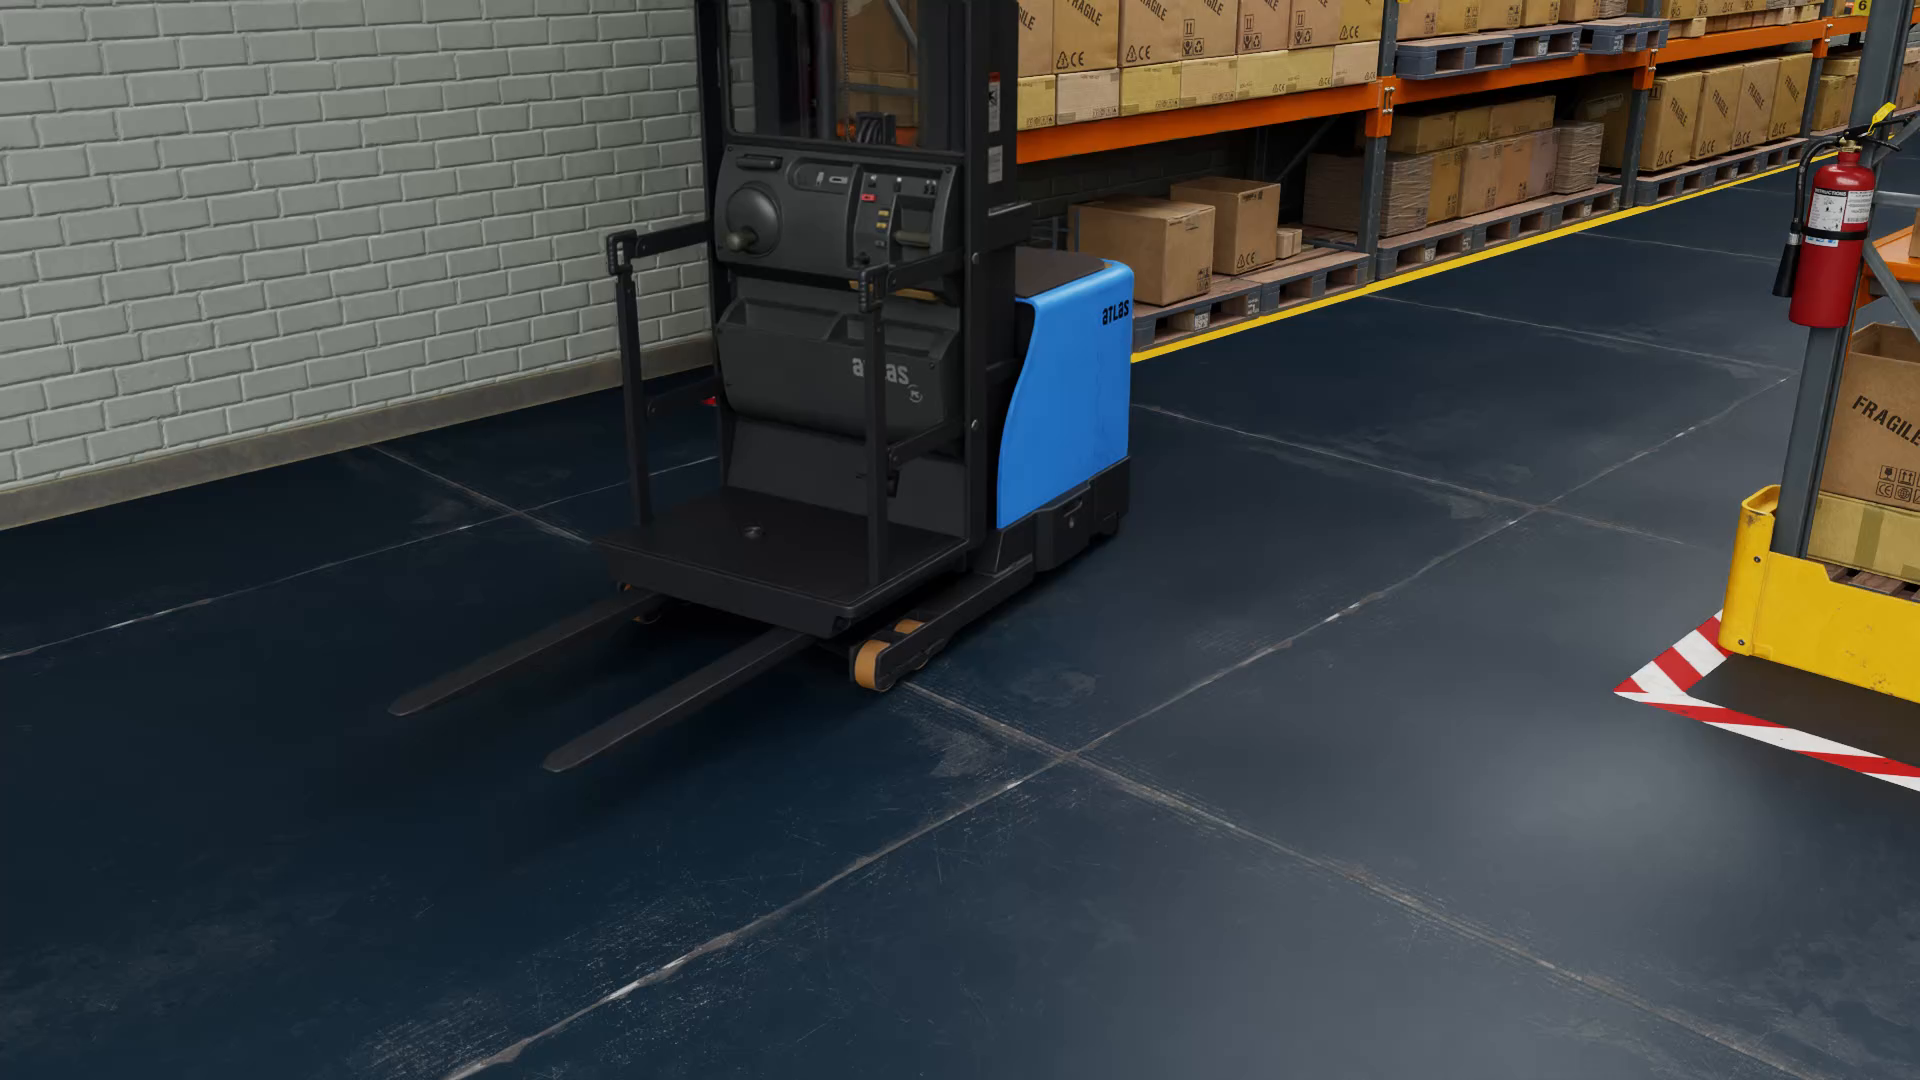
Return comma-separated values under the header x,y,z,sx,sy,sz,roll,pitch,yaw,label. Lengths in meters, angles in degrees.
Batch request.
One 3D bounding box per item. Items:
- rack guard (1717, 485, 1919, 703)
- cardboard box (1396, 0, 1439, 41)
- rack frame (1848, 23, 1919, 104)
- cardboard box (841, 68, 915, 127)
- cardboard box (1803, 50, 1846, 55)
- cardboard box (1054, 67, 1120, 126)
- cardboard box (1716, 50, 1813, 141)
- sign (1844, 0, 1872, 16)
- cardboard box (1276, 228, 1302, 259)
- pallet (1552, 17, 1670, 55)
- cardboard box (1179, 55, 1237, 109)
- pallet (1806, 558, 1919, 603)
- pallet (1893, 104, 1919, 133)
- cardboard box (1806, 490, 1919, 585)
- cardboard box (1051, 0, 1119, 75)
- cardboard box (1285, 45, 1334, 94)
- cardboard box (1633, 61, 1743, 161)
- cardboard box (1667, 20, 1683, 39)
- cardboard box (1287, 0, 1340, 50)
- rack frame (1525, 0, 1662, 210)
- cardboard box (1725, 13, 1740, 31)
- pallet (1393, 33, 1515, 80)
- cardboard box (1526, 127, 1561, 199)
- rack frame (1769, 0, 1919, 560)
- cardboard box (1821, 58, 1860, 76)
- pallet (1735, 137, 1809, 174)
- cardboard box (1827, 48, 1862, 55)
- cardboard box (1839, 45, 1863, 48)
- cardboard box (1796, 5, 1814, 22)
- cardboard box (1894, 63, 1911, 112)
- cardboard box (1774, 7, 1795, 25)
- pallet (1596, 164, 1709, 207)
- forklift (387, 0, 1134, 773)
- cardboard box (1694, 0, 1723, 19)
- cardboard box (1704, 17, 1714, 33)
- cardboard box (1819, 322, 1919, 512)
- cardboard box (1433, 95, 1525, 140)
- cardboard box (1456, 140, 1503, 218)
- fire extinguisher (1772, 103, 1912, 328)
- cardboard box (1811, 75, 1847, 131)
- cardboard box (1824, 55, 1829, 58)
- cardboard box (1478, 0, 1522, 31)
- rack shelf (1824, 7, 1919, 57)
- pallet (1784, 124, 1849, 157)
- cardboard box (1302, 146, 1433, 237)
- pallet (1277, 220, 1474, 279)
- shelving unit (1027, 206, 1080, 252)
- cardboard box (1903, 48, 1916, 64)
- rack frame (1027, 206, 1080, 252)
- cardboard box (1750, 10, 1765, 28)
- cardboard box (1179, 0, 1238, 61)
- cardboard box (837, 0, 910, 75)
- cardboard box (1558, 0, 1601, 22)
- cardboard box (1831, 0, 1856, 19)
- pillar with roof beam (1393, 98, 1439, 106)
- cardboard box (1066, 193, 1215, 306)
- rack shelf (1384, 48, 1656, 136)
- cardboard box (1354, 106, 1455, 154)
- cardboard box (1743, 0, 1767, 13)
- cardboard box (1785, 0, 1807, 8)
x,y,z,sx,sy,sz,roll,pitch,yaw,label
3.089,0.225,5.291,1.175,0.500,0.348,19,28,41,rack guard
2.723,-3.589,10.979,0.700,0.500,0.500,19,28,41,cardboard box
10.715,-6.299,18.783,1.000,3.000,0.127,19,28,41,rack frame
-0.259,-2.294,8.544,0.500,0.250,0.500,-20,28,-41,cardboard box
9.182,-5.117,17.702,0.380,0.149,0.250,19,28,40,cardboard box
0.473,-2.309,8.582,0.500,0.250,0.500,18,28,39,cardboard box
7.564,-4.264,15.899,0.750,0.750,0.750,20,28,41,cardboard box
2.726,-1.738,4.971,0.100,0.325,0.005,19,28,41,sign
1.992,-1.952,10.809,0.380,0.166,0.250,15,26,34,cardboard box
4.714,-3.944,12.921,1.213,0.211,1.003,19,28,41,pallet
1.187,-2.568,9.255,0.500,0.250,0.500,20,28,41,cardboard box
3.609,0.147,5.898,1.003,0.211,1.213,19,28,41,pallet
10.213,-4.773,18.697,1.003,0.211,1.213,19,28,41,pallet
3.268,-0.072,5.828,0.500,0.250,0.500,19,28,41,cardboard box
0.454,-2.648,8.419,0.500,0.500,0.500,19,28,41,cardboard box
1.877,-2.830,9.939,0.500,0.250,0.500,19,28,41,cardboard box
6.357,-3.815,14.731,0.750,0.750,0.750,19,28,40,cardboard box
5.712,-4.224,13.706,0.250,0.149,0.380,-20,29,-41,cardboard box
1.892,-3.175,9.791,0.500,0.500,0.500,19,28,40,cardboard box
5.134,-4.243,13.432,1.000,3.000,0.127,19,28,41,rack frame
6.592,-4.559,14.576,0.380,0.149,0.250,19,28,41,cardboard box
2.981,-3.285,11.208,1.003,0.211,1.213,19,28,41,pallet
4.227,-2.980,13.018,0.700,0.500,0.500,19,28,41,cardboard box
3.105,-0.948,4.859,1.000,3.000,0.127,19,28,41,rack frame
8.890,-4.812,16.908,0.250,0.149,0.380,-19,28,-40,cardboard box
7.441,-3.752,16.043,1.003,0.211,1.213,19,28,41,pallet
9.538,-5.248,18.043,0.250,0.149,0.380,-20,28,-41,cardboard box
9.890,-5.378,18.381,0.380,0.149,0.250,19,28,41,cardboard box
7.733,-4.935,15.554,0.250,0.149,0.380,-20,28,-41,cardboard box
9.950,-4.995,18.288,0.700,0.500,0.500,19,28,40,cardboard box
7.377,-4.797,15.196,0.380,0.149,0.250,19,28,41,cardboard box
5.738,-3.125,14.411,1.003,0.211,1.213,19,28,41,pallet
-0.532,-1.074,5.283,1.130,2.935,3.031,13,24,30,forklift
6.029,-4.631,13.860,0.500,0.500,0.500,-19,28,-40,cardboard box
6.220,-4.436,14.257,0.250,0.149,0.380,-19,28,-41,cardboard box
3.266,-0.423,5.695,0.500,0.500,0.500,19,28,41,cardboard box
3.872,-3.169,12.464,0.500,0.250,0.500,19,28,40,cardboard box
3.555,-2.713,12.323,0.700,0.500,0.500,20,28,41,cardboard box
2.690,-0.997,5.096,0.296,0.674,0.183,19,28,41,fire extinguisher
8.520,-4.467,16.914,0.700,0.500,0.500,20,29,41,cardboard box
8.826,-4.986,17.360,0.380,0.149,0.250,18,27,39,cardboard box
3.555,-3.908,11.808,0.500,0.500,0.700,-16,26,-35,cardboard box
9.320,-5.449,17.574,1.077,0.370,4.000,19,28,41,rack shelf
8.511,-4.145,17.066,1.003,0.211,1.213,19,28,41,pallet
2.846,-2.447,11.630,0.500,0.500,0.700,-19,28,-40,cardboard box
2.886,-2.114,11.779,1.003,0.211,1.213,19,28,41,pallet
0.330,-0.754,6.865,0.258,1.200,0.189,13,24,30,shelving unit
10.162,-5.282,18.130,0.250,0.149,0.380,-19,28,-41,cardboard box
0.379,-0.782,6.937,0.240,1.200,0.006,13,24,30,rack frame
6.974,-4.690,14.918,0.380,0.149,0.250,18,28,39,cardboard box
1.170,-2.915,9.113,0.500,0.500,0.500,-19,28,-40,cardboard box
-0.270,-2.650,8.425,0.500,0.500,0.500,19,28,40,cardboard box
4.443,-4.221,12.623,0.700,0.500,0.500,16,26,36,cardboard box
8.315,-5.546,16.406,0.700,0.700,0.980,-20,28,-41,cardboard box
6.692,-5.848,9.247,9.100,9.000,0.400,19,28,41,pillar with roof beam
1.046,-1.703,9.695,0.700,0.500,0.500,17,27,37,cardboard box
3.739,-3.393,12.224,1.077,0.370,4.000,19,28,41,rack shelf
3.150,-2.911,11.792,0.500,0.250,0.500,19,28,40,cardboard box
6.733,-4.894,14.544,0.500,0.500,0.500,-19,28,-41,cardboard box
7.435,-5.151,15.212,0.500,0.500,0.500,20,28,41,cardboard box
